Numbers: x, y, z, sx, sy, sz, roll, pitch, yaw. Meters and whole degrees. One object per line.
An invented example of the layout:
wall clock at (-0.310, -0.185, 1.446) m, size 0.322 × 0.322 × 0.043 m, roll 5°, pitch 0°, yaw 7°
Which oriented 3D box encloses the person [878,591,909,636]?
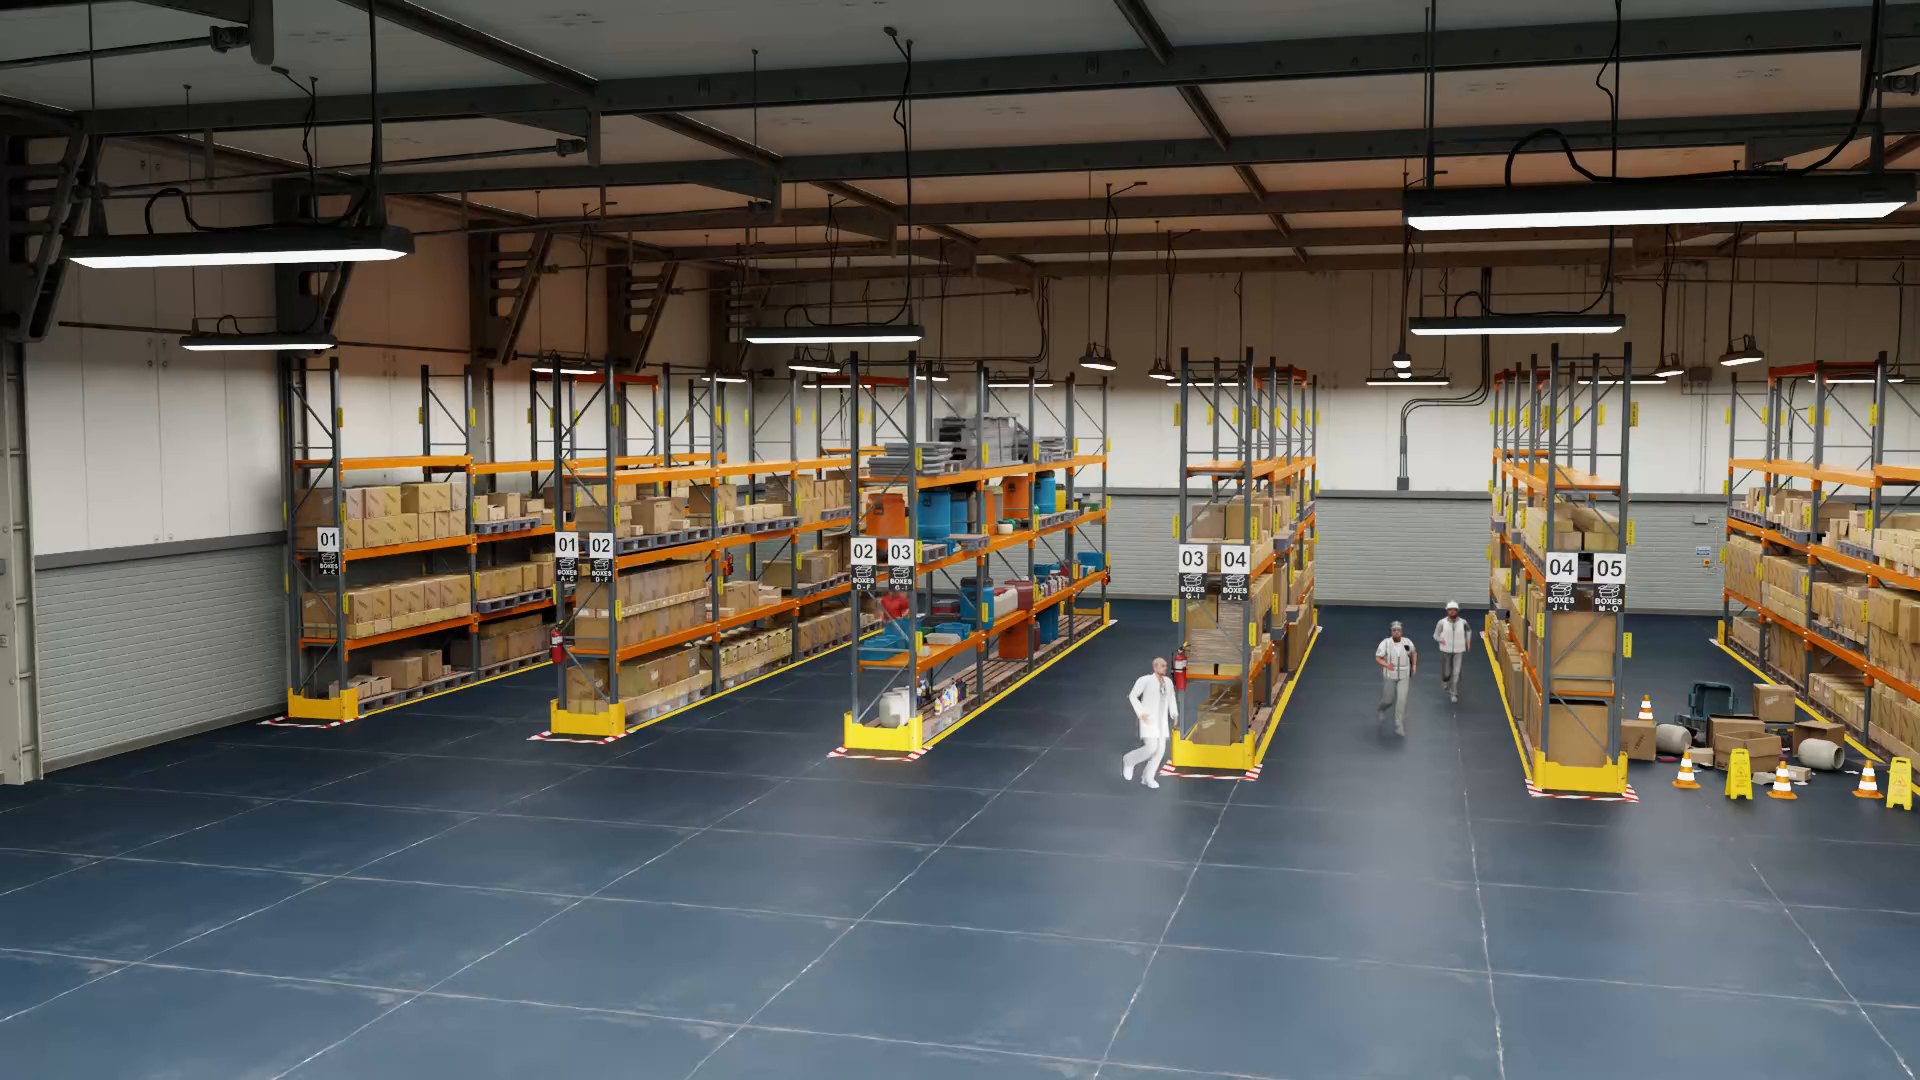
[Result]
person at (-1.332, 1.720, 33.291) m, size 0.656 × 1.675 × 0.664 m, roll 1°, pitch 4°, yaw 12°

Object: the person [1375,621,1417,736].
person at (6.970, 2.176, 26.581) m, size 0.672 × 1.793 × 0.925 m, roll 0°, pitch 4°, yaw 5°

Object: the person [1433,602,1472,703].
person at (8.733, 1.965, 29.448) m, size 0.676 × 1.741 × 0.971 m, roll 1°, pitch 4°, yaw 12°

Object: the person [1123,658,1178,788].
person at (2.654, 2.472, 22.760) m, size 0.740 × 1.726 × 0.656 m, roll -3°, pitch 5°, yaw -34°
